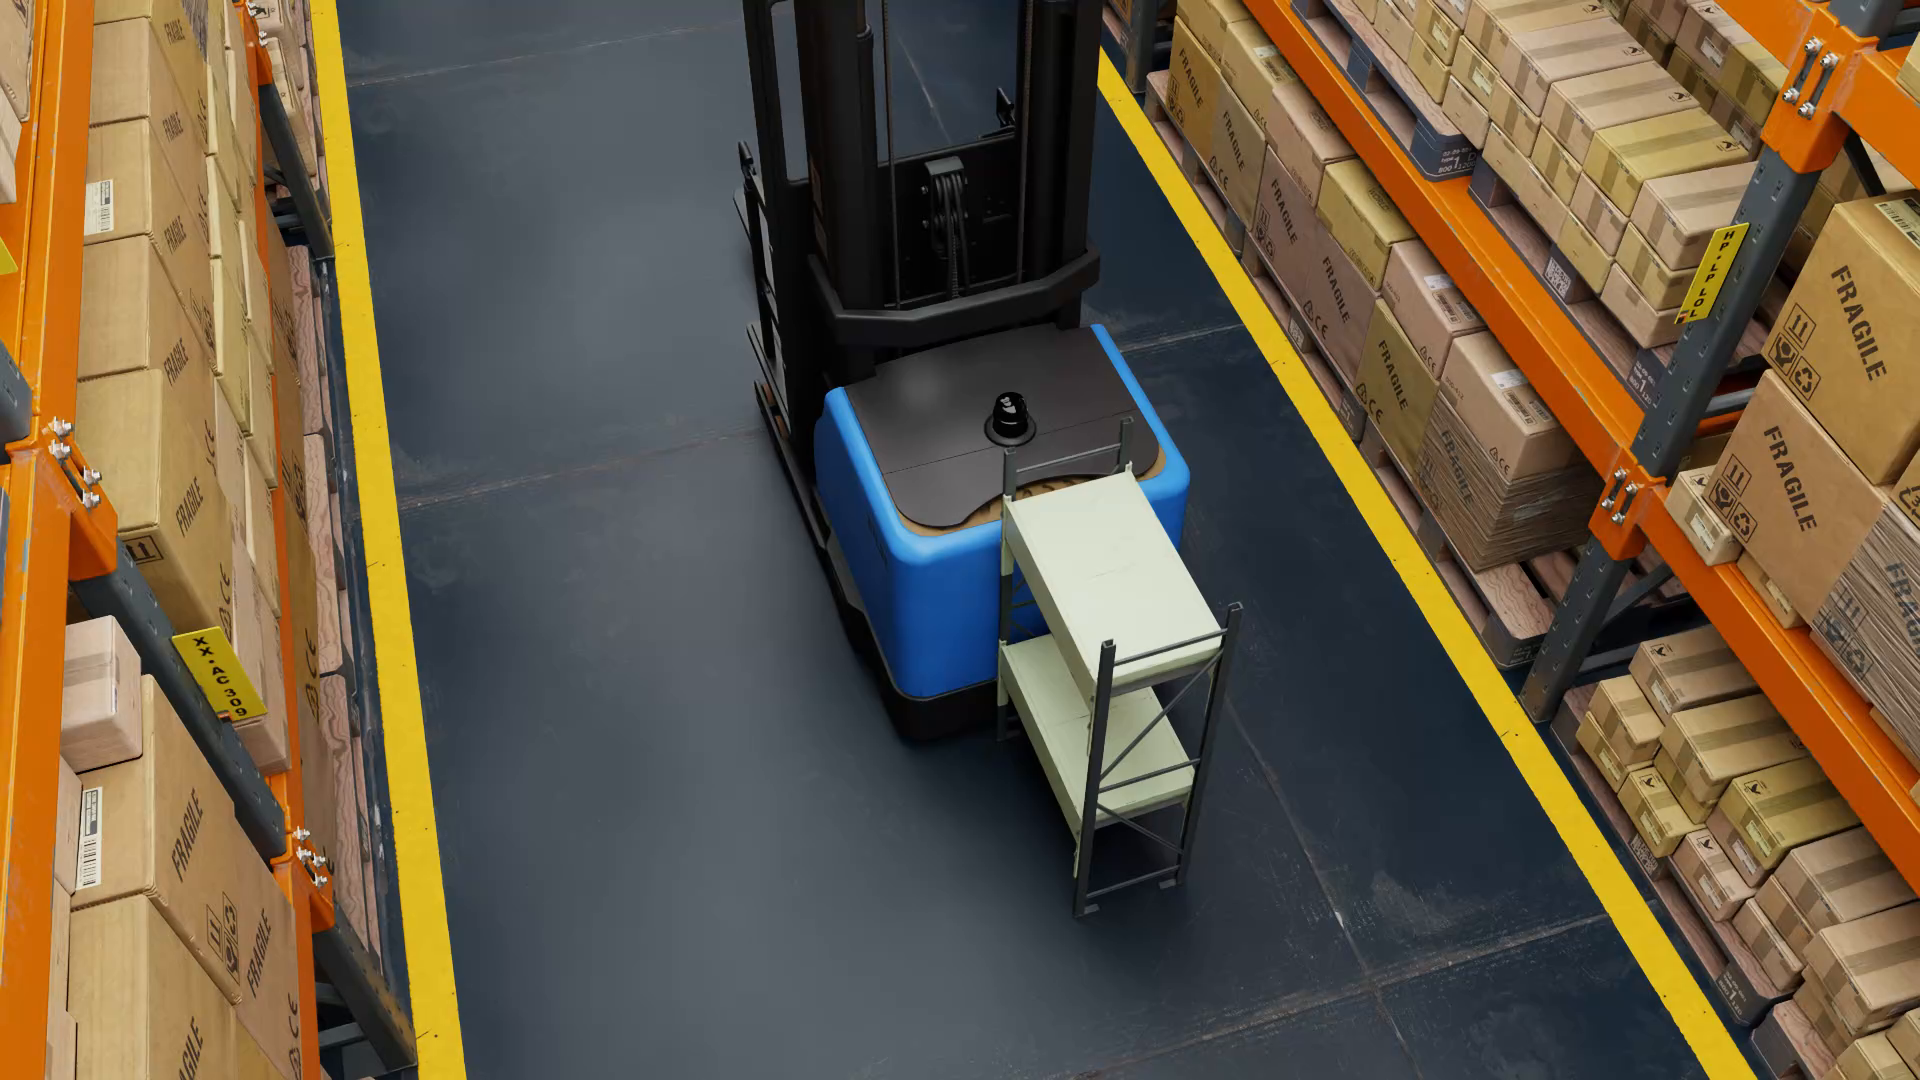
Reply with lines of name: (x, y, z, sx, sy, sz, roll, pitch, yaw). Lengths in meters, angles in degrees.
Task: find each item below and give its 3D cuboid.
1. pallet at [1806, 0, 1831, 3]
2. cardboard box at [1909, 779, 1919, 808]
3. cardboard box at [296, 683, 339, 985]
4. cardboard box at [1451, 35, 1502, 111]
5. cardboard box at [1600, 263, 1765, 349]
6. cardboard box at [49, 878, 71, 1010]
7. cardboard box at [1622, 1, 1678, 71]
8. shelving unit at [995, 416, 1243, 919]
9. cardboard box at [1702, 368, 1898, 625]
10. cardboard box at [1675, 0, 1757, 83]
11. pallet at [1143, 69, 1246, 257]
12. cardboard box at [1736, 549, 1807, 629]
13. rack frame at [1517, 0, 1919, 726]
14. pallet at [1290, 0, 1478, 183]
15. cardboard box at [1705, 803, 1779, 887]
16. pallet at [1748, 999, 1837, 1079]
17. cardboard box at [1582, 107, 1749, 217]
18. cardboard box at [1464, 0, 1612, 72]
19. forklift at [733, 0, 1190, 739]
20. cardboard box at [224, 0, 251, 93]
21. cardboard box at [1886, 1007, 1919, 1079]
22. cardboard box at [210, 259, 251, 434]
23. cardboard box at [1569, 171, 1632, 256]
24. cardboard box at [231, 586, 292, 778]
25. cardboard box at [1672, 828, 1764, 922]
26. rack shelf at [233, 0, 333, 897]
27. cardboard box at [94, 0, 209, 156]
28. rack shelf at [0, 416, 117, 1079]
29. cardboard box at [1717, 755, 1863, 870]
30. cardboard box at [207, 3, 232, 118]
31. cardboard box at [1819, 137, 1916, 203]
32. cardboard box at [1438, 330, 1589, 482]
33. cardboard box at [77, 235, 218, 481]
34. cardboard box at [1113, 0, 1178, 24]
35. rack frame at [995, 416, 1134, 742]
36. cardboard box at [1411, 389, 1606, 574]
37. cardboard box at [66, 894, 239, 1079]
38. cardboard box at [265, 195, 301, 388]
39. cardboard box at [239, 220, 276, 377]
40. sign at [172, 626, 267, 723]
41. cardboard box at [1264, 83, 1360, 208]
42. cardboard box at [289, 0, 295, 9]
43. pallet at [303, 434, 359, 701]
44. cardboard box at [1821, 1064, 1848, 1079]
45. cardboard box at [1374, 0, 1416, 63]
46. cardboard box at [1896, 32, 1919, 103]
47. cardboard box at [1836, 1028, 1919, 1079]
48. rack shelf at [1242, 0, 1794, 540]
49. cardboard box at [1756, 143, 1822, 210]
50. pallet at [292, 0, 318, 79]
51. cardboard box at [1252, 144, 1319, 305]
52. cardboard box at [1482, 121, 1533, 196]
pallet: (2.442, -1.840, 4.290, 1.213, 0.211, 1.003, -13, 51, -11)
cardboard box: (2.657, 0.657, 4.188, 0.380, 0.149, 0.250, -12, 51, -10)
cardboard box: (-2.436, 0.849, 4.977, 0.875, 0.875, 0.875, -12, 51, -10)
cardboard box: (1.906, -1.618, 5.637, 0.380, 0.149, 0.250, -16, 52, -13)
cardboard box: (2.216, -0.758, 5.106, 0.380, 0.149, 0.250, -14, 51, -12)
cardboard box: (-1.742, 0.725, 2.823, 0.380, 0.149, 0.250, -13, 51, -11)
cardboard box: (2.531, -1.764, 5.760, 0.380, 0.149, 0.250, -11, 51, -10)
shelving unit: (0.440, 0.443, 5.186, 0.431, 1.500, 0.755, -15, 52, -12)
cardboard box: (2.429, -0.168, 4.459, 0.500, 0.500, 0.500, -14, 51, -12)
cardboard box: (2.613, -1.669, 5.485, 0.380, 0.149, 0.250, -14, 51, -11)
pallet: (1.570, -1.910, 8.012, 1.003, 0.211, 1.213, -13, 51, -11)
cardboard box: (2.441, 0.075, 4.679, 0.380, 0.149, 0.250, -12, 51, -10)
rack frame: (2.523, -0.458, 4.964, 1.000, 3.000, 0.127, -13, 51, -11)
pallet: (1.964, -1.881, 6.289, 1.003, 0.211, 1.213, -13, 51, -11)
cardboard box: (2.591, 0.901, 5.214, 0.380, 0.149, 0.250, -14, 51, -11)
pallet: (3.120, 1.816, 4.871, 1.003, 0.211, 1.213, -13, 51, -11)
cardboard box: (2.137, -1.150, 5.048, 0.380, 0.149, 0.250, -15, 51, -12)
cardboard box: (1.916, -1.711, 5.521, 0.380, 0.149, 0.250, -15, 51, -12)
forklift: (-0.210, -1.398, 5.801, 1.130, 2.935, 3.031, -15, 52, -12)
cardboard box: (-2.961, -1.828, 6.217, 0.500, 0.250, 0.500, -15, 51, -12)
cardboard box: (2.829, 1.390, 4.607, 0.380, 0.149, 0.250, -15, 52, -12)
cardboard box: (-2.342, -0.512, 4.781, 0.500, 0.250, 0.500, -13, 51, -11)
cardboard box: (2.137, -1.047, 5.155, 0.380, 0.149, 0.250, -13, 51, -11)
cardboard box: (-2.054, 0.402, 4.337, 0.500, 0.250, 0.500, -14, 51, -12)
cardboard box: (2.525, 1.028, 5.301, 0.380, 0.149, 0.250, -14, 51, -11)
rack shelf: (-2.767, -0.494, 5.465, 1.077, 0.370, 4.000, -13, 51, -11)
cardboard box: (-2.656, -1.486, 5.111, 0.500, 0.500, 0.500, -13, 51, -11)
rack shelf: (-1.585, 1.460, 1.855, 1.077, 0.370, 4.000, -13, 51, -11)
cardboard box: (2.573, 0.820, 5.087, 0.380, 0.149, 0.250, -14, 51, -11)
cardboard box: (-2.818, -1.630, 5.723, 0.500, 0.250, 0.500, -14, 51, -12)
cardboard box: (2.846, -1.096, 5.002, 0.380, 0.149, 0.250, -11, 51, -9)
cardboard box: (2.061, -0.517, 5.883, 0.500, 0.250, 0.500, -15, 51, -12)
cardboard box: (-2.208, -0.372, 4.172, 0.500, 0.500, 0.500, -14, 51, -11)
cardboard box: (1.246, -3.255, 8.519, 1.050, 0.750, 0.750, -14, 51, -11)
rack frame: (0.318, 0.179, 5.408, 0.400, 1.500, 0.023, -15, 52, -12)
cardboard box: (2.063, -0.272, 6.167, 0.500, 0.500, 0.500, -14, 51, -12)
cardboard box: (-1.630, 1.035, 2.986, 0.500, 0.500, 0.500, -14, 51, -12)
cardboard box: (-3.234, -1.114, 6.632, 0.875, 0.875, 0.875, -14, 51, -11)
cardboard box: (-2.484, -0.721, 5.284, 0.500, 0.250, 0.500, -14, 51, -12)
sign: (-1.646, 0.303, 3.704, 0.100, 0.325, 0.005, -13, 51, -11)
cardboard box: (1.597, -1.658, 6.845, 0.500, 0.250, 0.500, -13, 51, -11)
cardboard box: (-3.961, -2.982, 8.536, 0.950, 0.372, 0.625, -12, 51, -10)
pallet: (-2.841, 0.194, 6.238, 1.003, 0.211, 1.213, -13, 51, -11)
cardboard box: (2.746, 1.602, 4.817, 0.380, 0.149, 0.250, -15, 51, -12)
cardboard box: (1.749, -1.904, 6.072, 0.380, 0.149, 0.250, -15, 51, -12)
cardboard box: (2.408, -0.979, 3.539, 0.500, 0.250, 0.500, -11, 51, -9)
cardboard box: (2.741, 1.503, 4.706, 0.380, 0.149, 0.250, -14, 51, -11)
rack shelf: (1.931, -1.687, 6.471, 1.077, 0.370, 4.000, -13, 51, -11)
cardboard box: (2.767, -1.189, 5.275, 0.380, 0.149, 0.250, -14, 51, -12)
pallet: (-3.946, -2.749, 8.719, 1.003, 0.211, 1.213, -13, 51, -11)
cardboard box: (1.614, -1.395, 7.114, 0.500, 0.500, 0.500, -14, 51, -12)
cardboard box: (1.993, -1.313, 5.575, 0.380, 0.149, 0.250, -16, 52, -13)
